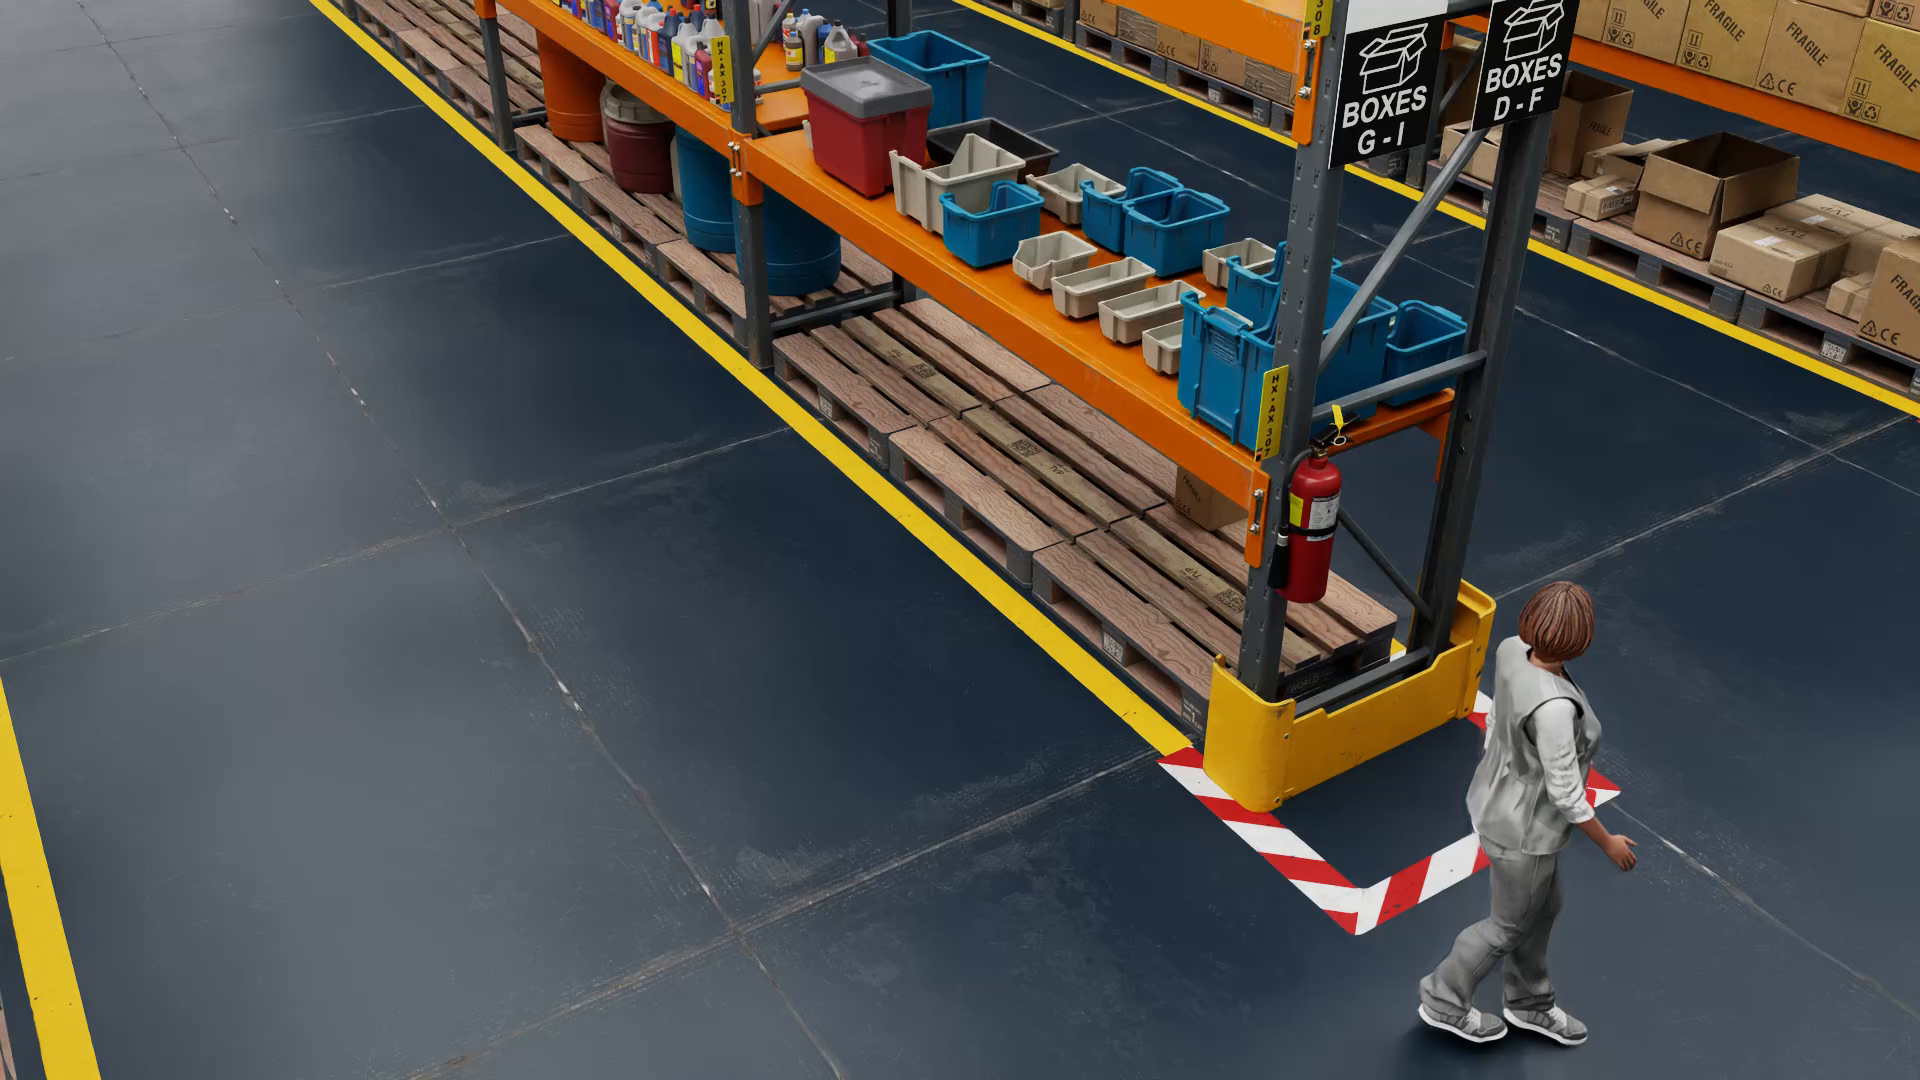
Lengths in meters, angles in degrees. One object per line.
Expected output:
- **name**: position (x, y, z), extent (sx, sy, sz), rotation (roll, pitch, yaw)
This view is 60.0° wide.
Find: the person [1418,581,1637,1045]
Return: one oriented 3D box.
- **person**: position (1.708, 0.834, 4.874), extent (0.540, 1.597, 0.443), rotation (4, 33, 6)
